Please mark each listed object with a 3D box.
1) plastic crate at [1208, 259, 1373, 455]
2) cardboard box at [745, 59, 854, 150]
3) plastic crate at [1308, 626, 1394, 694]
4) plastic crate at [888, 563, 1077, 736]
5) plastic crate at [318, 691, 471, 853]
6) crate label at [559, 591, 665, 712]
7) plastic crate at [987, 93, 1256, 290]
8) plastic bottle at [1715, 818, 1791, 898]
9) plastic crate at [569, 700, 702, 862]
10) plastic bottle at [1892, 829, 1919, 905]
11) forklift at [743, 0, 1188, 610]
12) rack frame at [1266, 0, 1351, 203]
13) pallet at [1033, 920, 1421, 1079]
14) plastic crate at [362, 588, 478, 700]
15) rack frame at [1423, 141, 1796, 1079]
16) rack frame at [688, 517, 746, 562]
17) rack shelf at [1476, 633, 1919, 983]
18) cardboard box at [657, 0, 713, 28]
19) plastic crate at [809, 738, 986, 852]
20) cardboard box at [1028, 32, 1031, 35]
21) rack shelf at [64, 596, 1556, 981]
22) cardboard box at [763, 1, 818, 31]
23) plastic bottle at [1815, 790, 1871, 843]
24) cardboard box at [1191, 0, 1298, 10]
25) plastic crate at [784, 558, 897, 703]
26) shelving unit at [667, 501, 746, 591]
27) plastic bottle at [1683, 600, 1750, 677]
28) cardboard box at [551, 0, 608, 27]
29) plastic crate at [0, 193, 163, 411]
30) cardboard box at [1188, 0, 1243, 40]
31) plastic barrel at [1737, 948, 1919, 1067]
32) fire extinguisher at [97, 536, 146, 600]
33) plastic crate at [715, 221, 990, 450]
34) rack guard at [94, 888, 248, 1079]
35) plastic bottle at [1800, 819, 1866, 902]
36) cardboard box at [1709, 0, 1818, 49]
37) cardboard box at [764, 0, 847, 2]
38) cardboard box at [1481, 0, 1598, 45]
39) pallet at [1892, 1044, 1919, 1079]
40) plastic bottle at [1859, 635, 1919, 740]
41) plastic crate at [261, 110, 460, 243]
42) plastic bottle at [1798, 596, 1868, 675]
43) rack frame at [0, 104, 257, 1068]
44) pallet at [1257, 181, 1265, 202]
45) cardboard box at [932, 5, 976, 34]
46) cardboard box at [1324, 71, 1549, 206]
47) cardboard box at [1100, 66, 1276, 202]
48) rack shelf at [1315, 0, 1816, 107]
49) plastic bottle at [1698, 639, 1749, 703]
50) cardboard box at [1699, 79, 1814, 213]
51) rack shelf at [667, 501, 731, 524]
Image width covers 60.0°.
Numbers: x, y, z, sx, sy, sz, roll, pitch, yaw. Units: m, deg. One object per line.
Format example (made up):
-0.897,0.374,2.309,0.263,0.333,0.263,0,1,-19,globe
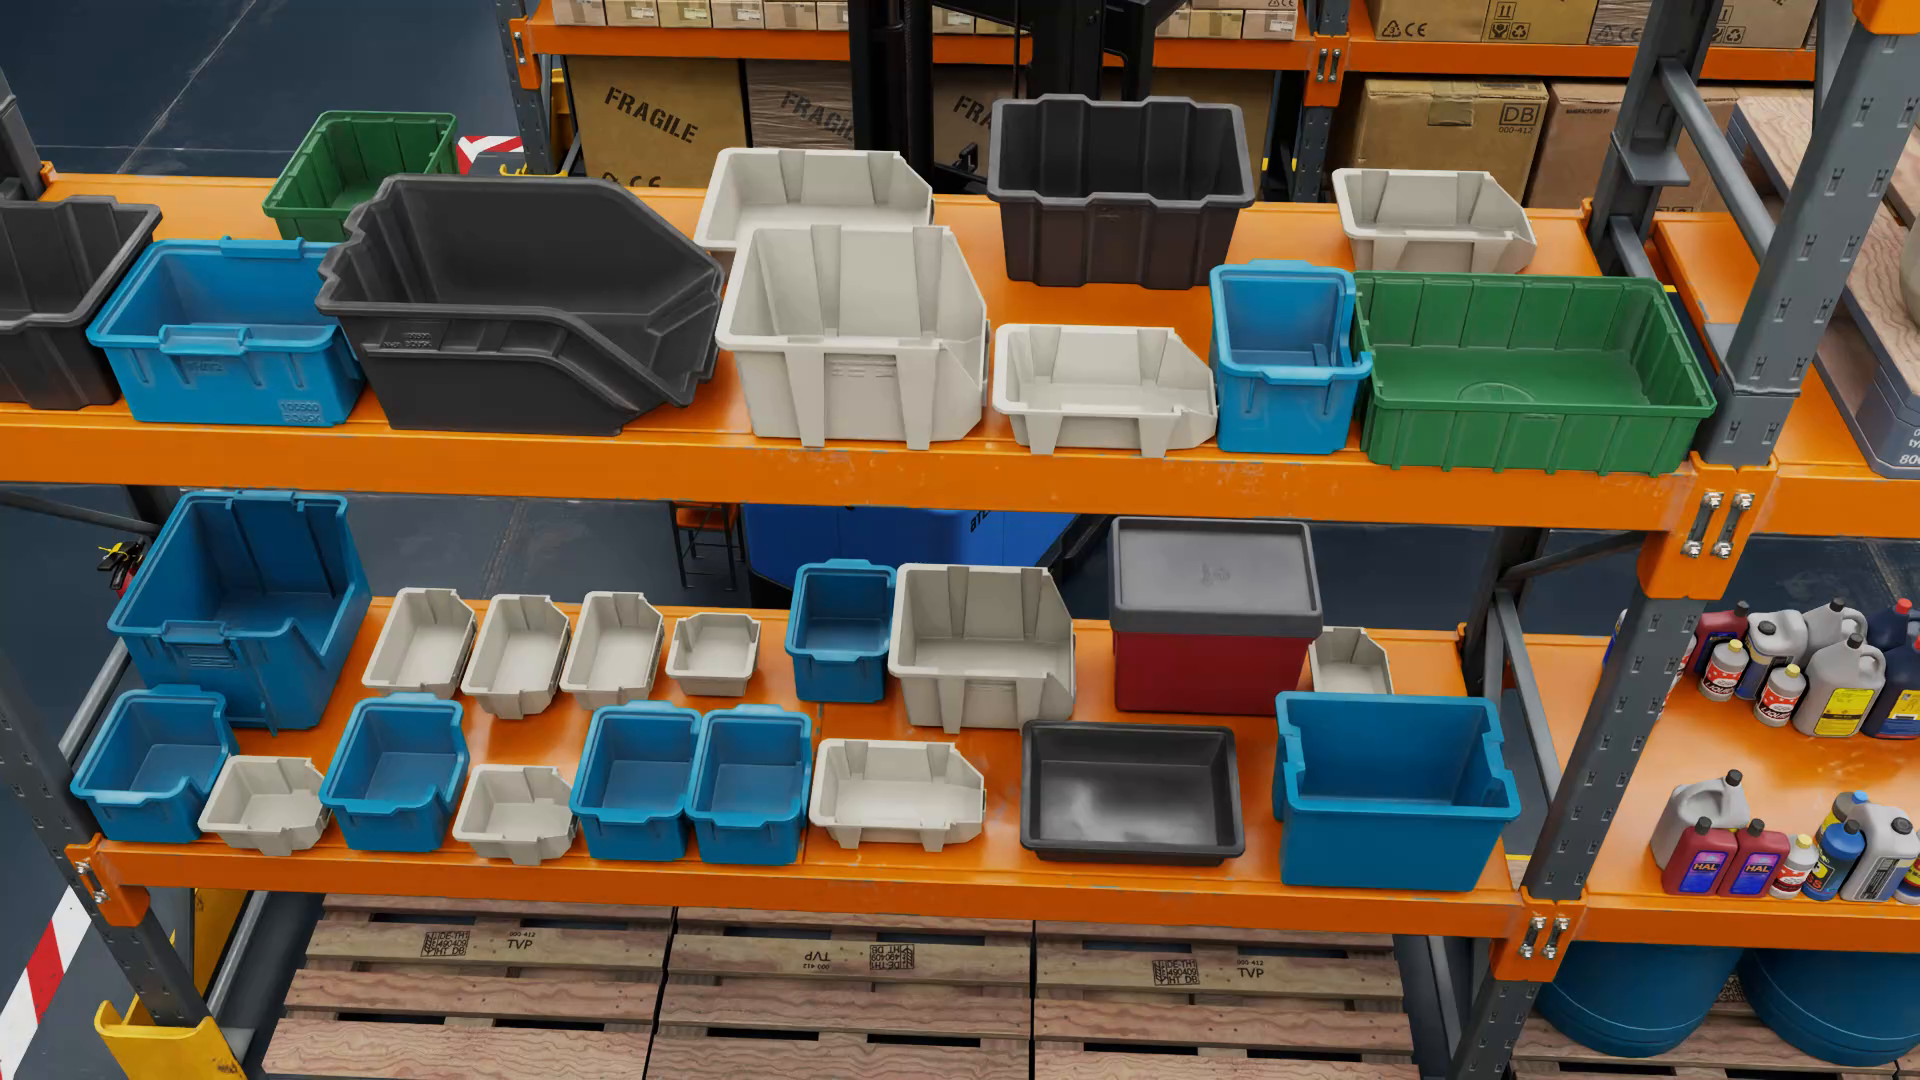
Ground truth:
0.667,-0.369,3.453,0.300,0.233,0.416,2,43,2,plastic crate
-0.630,-2.400,8.962,0.875,0.875,0.875,2,43,2,cardboard box
1.132,0.441,4.811,0.243,0.136,0.396,2,43,2,plastic crate
0.073,0.327,4.826,0.530,0.282,0.437,2,43,2,plastic crate
-1.516,0.647,4.519,0.300,0.233,0.416,2,43,2,plastic crate
-1.014,0.342,4.917,0.243,0.136,0.396,2,43,2,crate label
0.362,-0.796,3.885,0.590,0.269,0.497,2,43,2,plastic crate
2.071,0.827,4.333,0.133,0.283,0.061,2,43,2,plastic bottle
-0.858,0.667,4.498,0.300,0.233,0.416,2,43,2,plastic crate
2.516,0.832,4.336,0.097,0.271,0.097,0,43,0,plastic bottle
0.325,-1.436,6.726,1.130,2.935,3.031,23,47,22,forklift
1.814,-2.894,8.242,0.127,3.000,1.000,2,43,2,rack frame
0.854,1.502,5.568,1.213,0.211,1.003,2,43,2,pallet
-1.583,0.332,4.928,0.243,0.136,0.396,2,43,2,plastic crate
1.591,0.478,4.621,0.127,3.000,1.000,2,43,2,rack frame
-1.050,-0.354,6.836,0.240,1.200,0.006,4,43,4,rack frame
3.589,0.803,4.801,4.000,0.370,1.077,2,43,2,rack shelf
-1.330,-2.675,8.191,0.250,0.149,0.380,1,43,1,cardboard box
-0.163,0.704,4.528,0.466,0.136,0.293,2,43,2,plastic crate
0.466,-2.620,8.132,0.250,0.149,0.380,3,43,3,cardboard box
-0.407,0.680,4.933,4.000,0.370,1.077,2,43,2,rack shelf
-0.816,-2.659,8.174,0.250,0.149,0.380,1,43,1,cardboard box
2.388,0.750,4.475,0.097,0.201,0.097,0,43,0,plastic bottle
1.361,-2.783,8.014,0.500,0.250,0.500,1,43,1,cardboard box
-0.342,0.283,4.910,0.300,0.233,0.416,2,43,2,plastic crate
-1.060,-0.292,6.769,0.258,1.200,0.189,4,43,4,shelving unit
2.232,0.289,4.910,0.133,0.283,0.061,2,43,2,plastic bottle
-1.843,-2.690,8.206,0.250,0.149,0.380,2,43,2,cardboard box
-2.033,-0.493,3.559,0.590,0.269,0.497,2,43,2,plastic crate
1.237,-2.596,8.106,0.250,0.149,0.380,3,43,3,cardboard box
2.841,1.142,5.140,0.708,0.901,0.600,2,43,2,plastic barrel
-2.536,0.206,5.244,0.183,0.674,0.296,2,43,2,fire extinguisher
-0.205,-0.421,3.472,0.530,0.282,0.437,2,43,2,plastic crate
-2.430,1.278,5.597,0.348,0.500,1.175,2,43,2,rack guard
2.284,0.825,4.343,0.097,0.271,0.097,0,43,0,plastic bottle
3.780,-2.704,7.964,0.500,0.500,0.500,3,43,3,cardboard box
-0.694,-2.843,8.079,0.500,0.250,0.500,0,43,0,cardboard box
2.764,-2.732,7.994,0.500,0.500,0.500,2,43,2,cardboard box
3.581,1.586,5.478,1.213,0.211,1.003,2,43,2,pallet
2.702,0.406,4.736,0.185,0.351,0.144,2,43,2,plastic bottle
-1.407,-0.829,3.979,0.336,0.188,0.450,2,43,2,plastic crate
2.524,0.302,4.847,0.185,0.351,0.144,2,43,2,plastic bottle
-2.405,0.355,4.753,0.127,3.000,1.000,2,43,2,rack frame
1.058,-1.951,9.275,1.213,0.211,1.003,2,43,2,pallet
-0.044,-2.637,8.149,0.250,0.149,0.380,2,43,3,cardboard box
2.454,-2.265,8.816,0.875,0.875,1.225,2,43,2,cardboard box
1.158,-2.345,8.903,0.875,0.875,0.875,2,43,2,cardboard box
3.812,-2.570,8.421,4.000,0.370,1.077,2,43,2,rack shelf
2.246,0.373,4.880,0.097,0.201,0.097,0,43,0,plastic bottle
4.231,-2.216,8.764,0.875,0.875,1.225,2,43,2,cardboard box
-1.060,-0.172,6.881,0.258,0.103,0.180,4,43,4,rack shelf
